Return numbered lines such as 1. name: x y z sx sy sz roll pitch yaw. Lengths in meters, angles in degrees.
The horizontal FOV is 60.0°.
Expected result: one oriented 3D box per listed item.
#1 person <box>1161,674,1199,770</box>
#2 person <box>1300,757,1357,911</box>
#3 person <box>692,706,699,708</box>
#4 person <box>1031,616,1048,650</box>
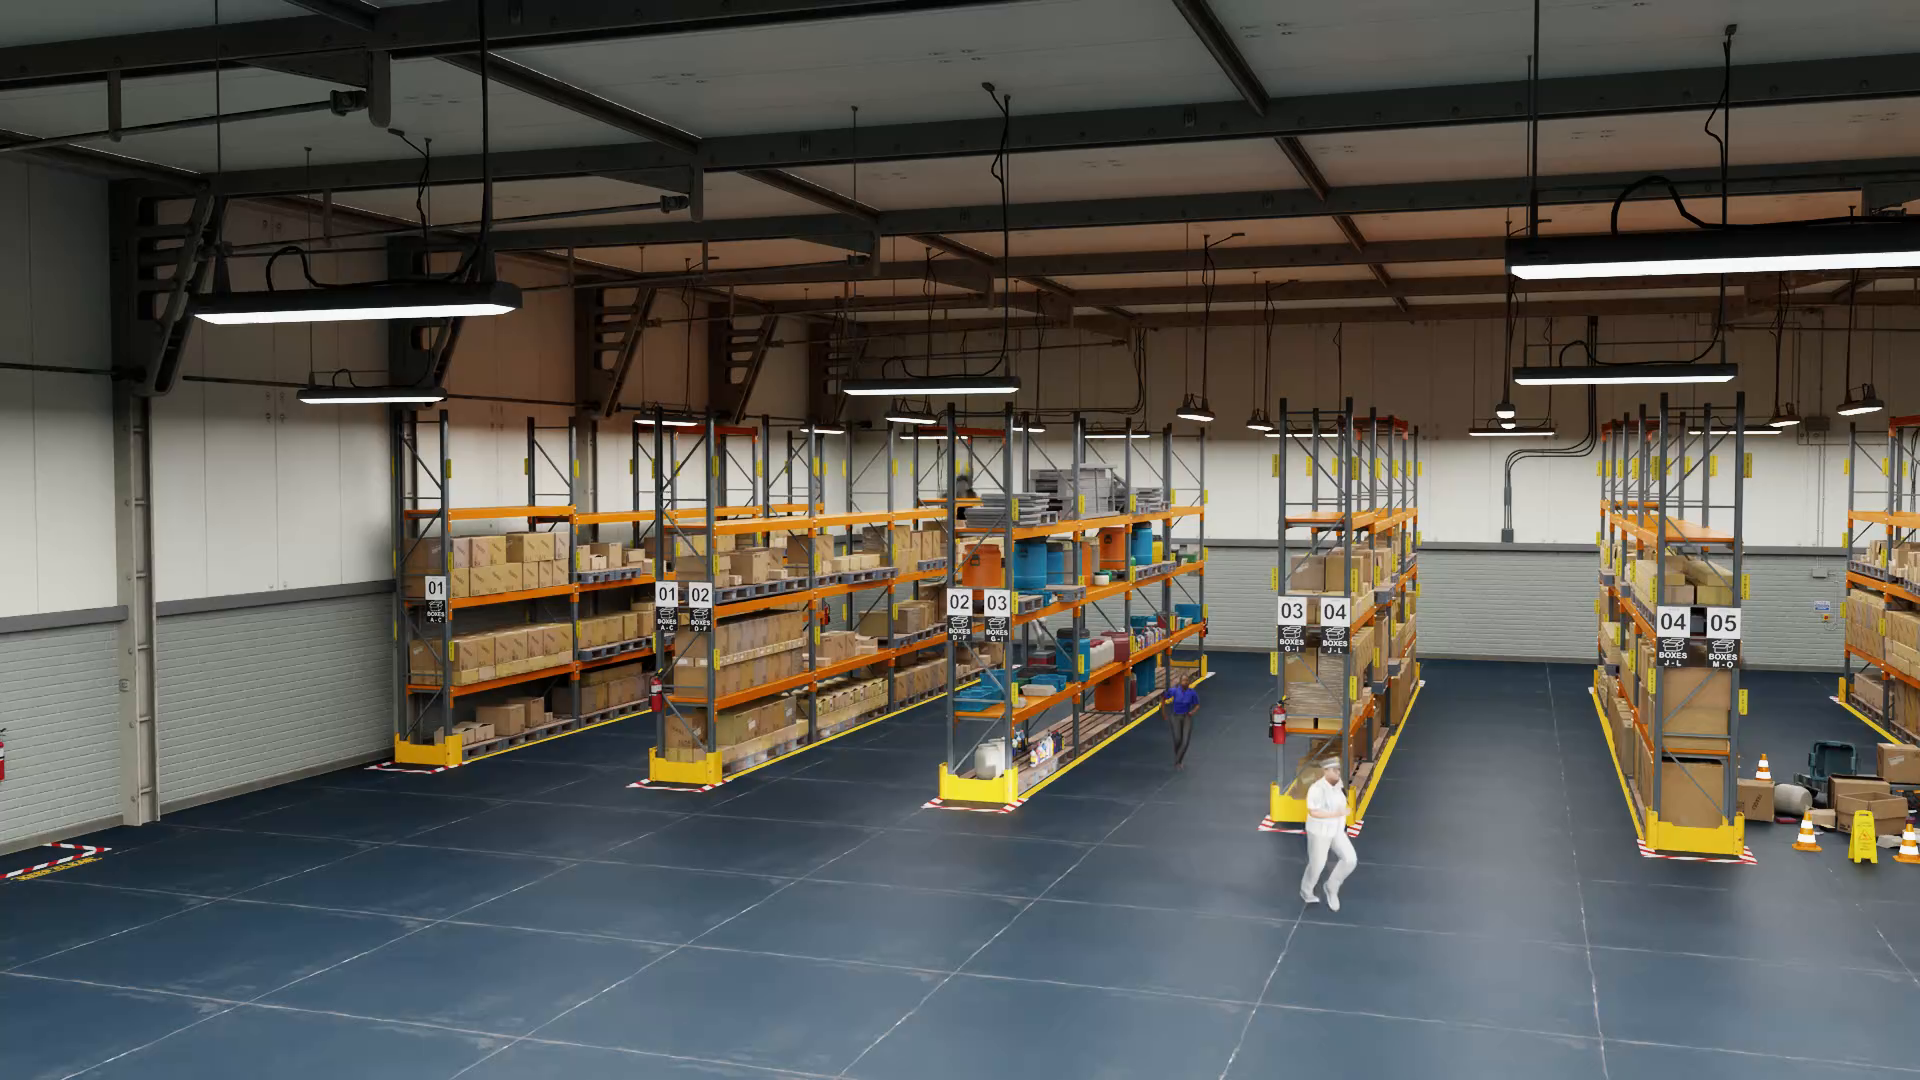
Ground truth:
1. person: 3.684 3.029 27.744 0.615 1.606 0.645 0 2 0
2. person: 4.168 3.311 18.837 0.694 1.772 0.829 -2 3 -33
3. person: -5.044 2.765 31.633 0.631 1.823 0.825 0 2 11
4. person: 1.981 2.072 42.386 0.670 1.787 0.798 -1 3 -18
